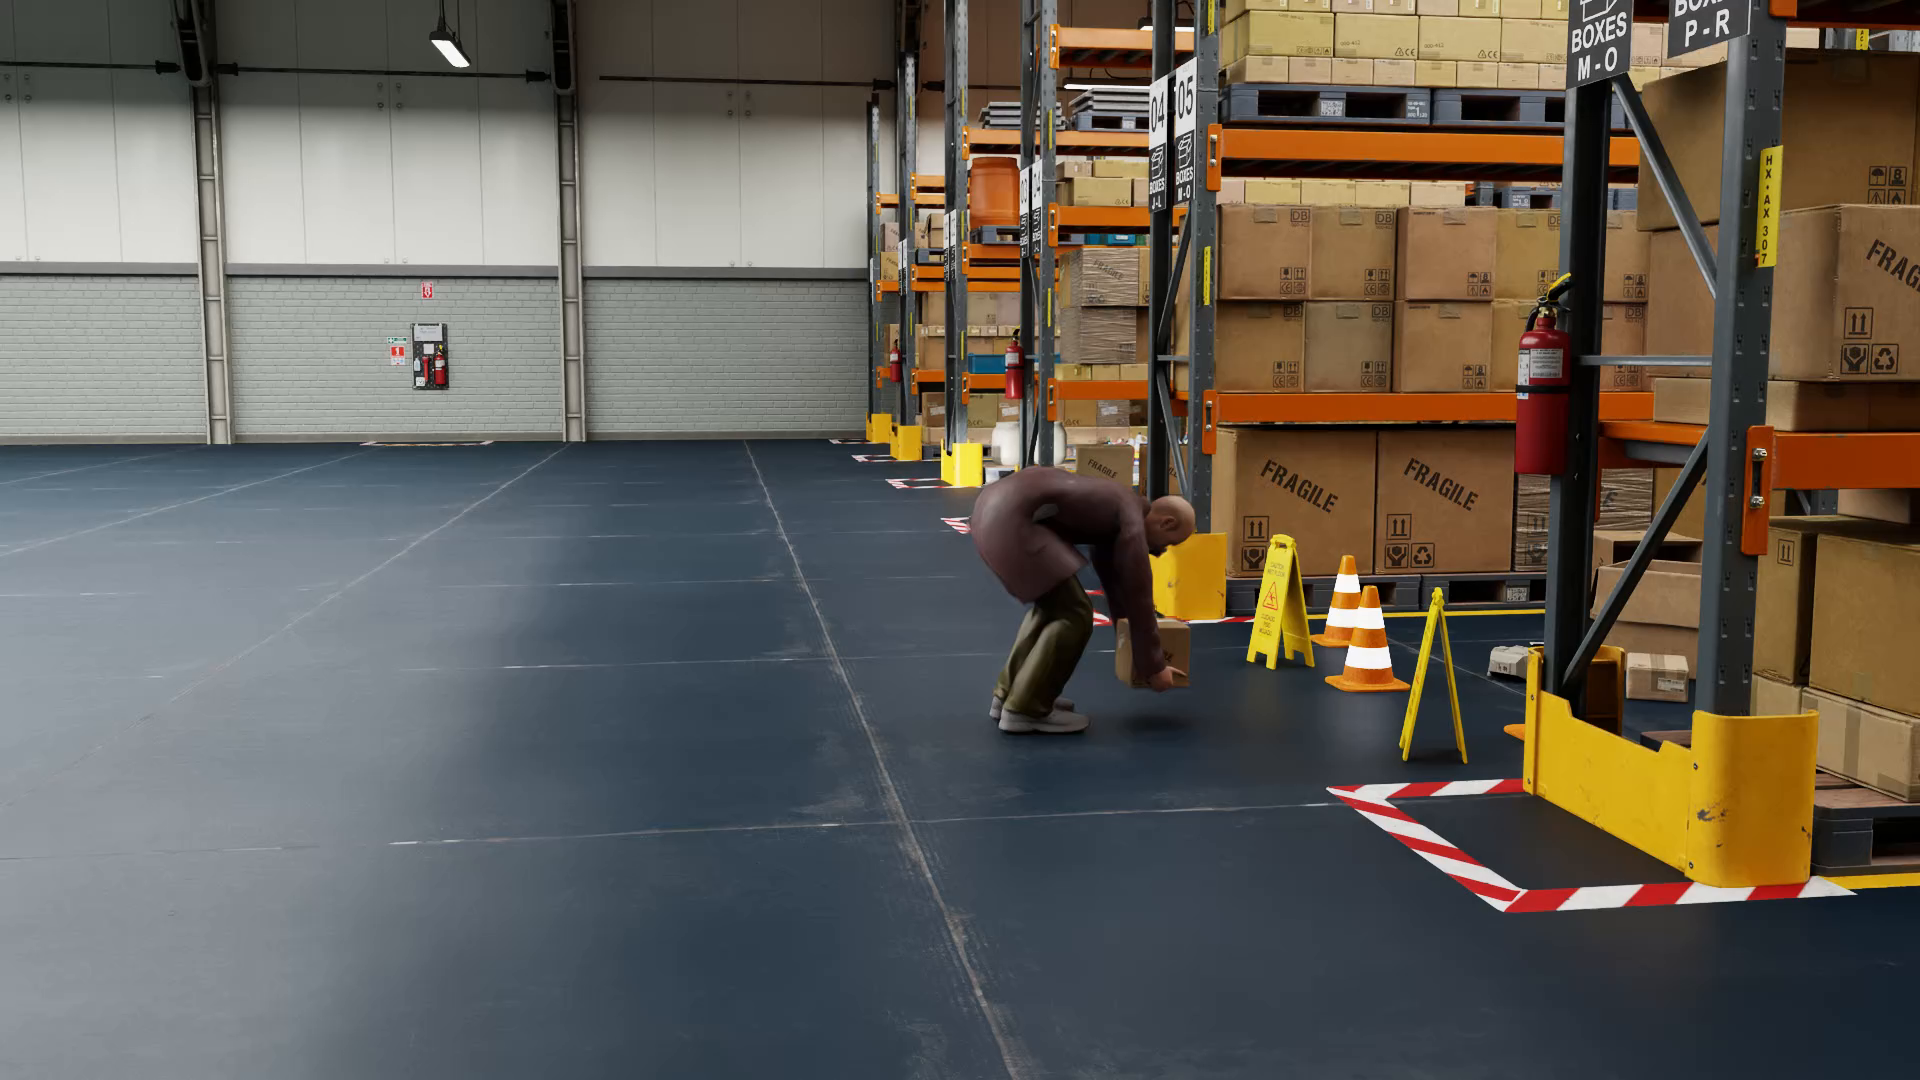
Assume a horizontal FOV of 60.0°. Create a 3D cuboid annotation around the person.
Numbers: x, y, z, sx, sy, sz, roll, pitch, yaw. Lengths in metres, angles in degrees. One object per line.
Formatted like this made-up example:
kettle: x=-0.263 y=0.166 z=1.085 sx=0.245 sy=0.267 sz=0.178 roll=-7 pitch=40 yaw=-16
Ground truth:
person: x=0.513 y=0.228 z=6.881 sx=0.949 sy=1.078 sz=0.580 roll=-1 pitch=6 yaw=-11
